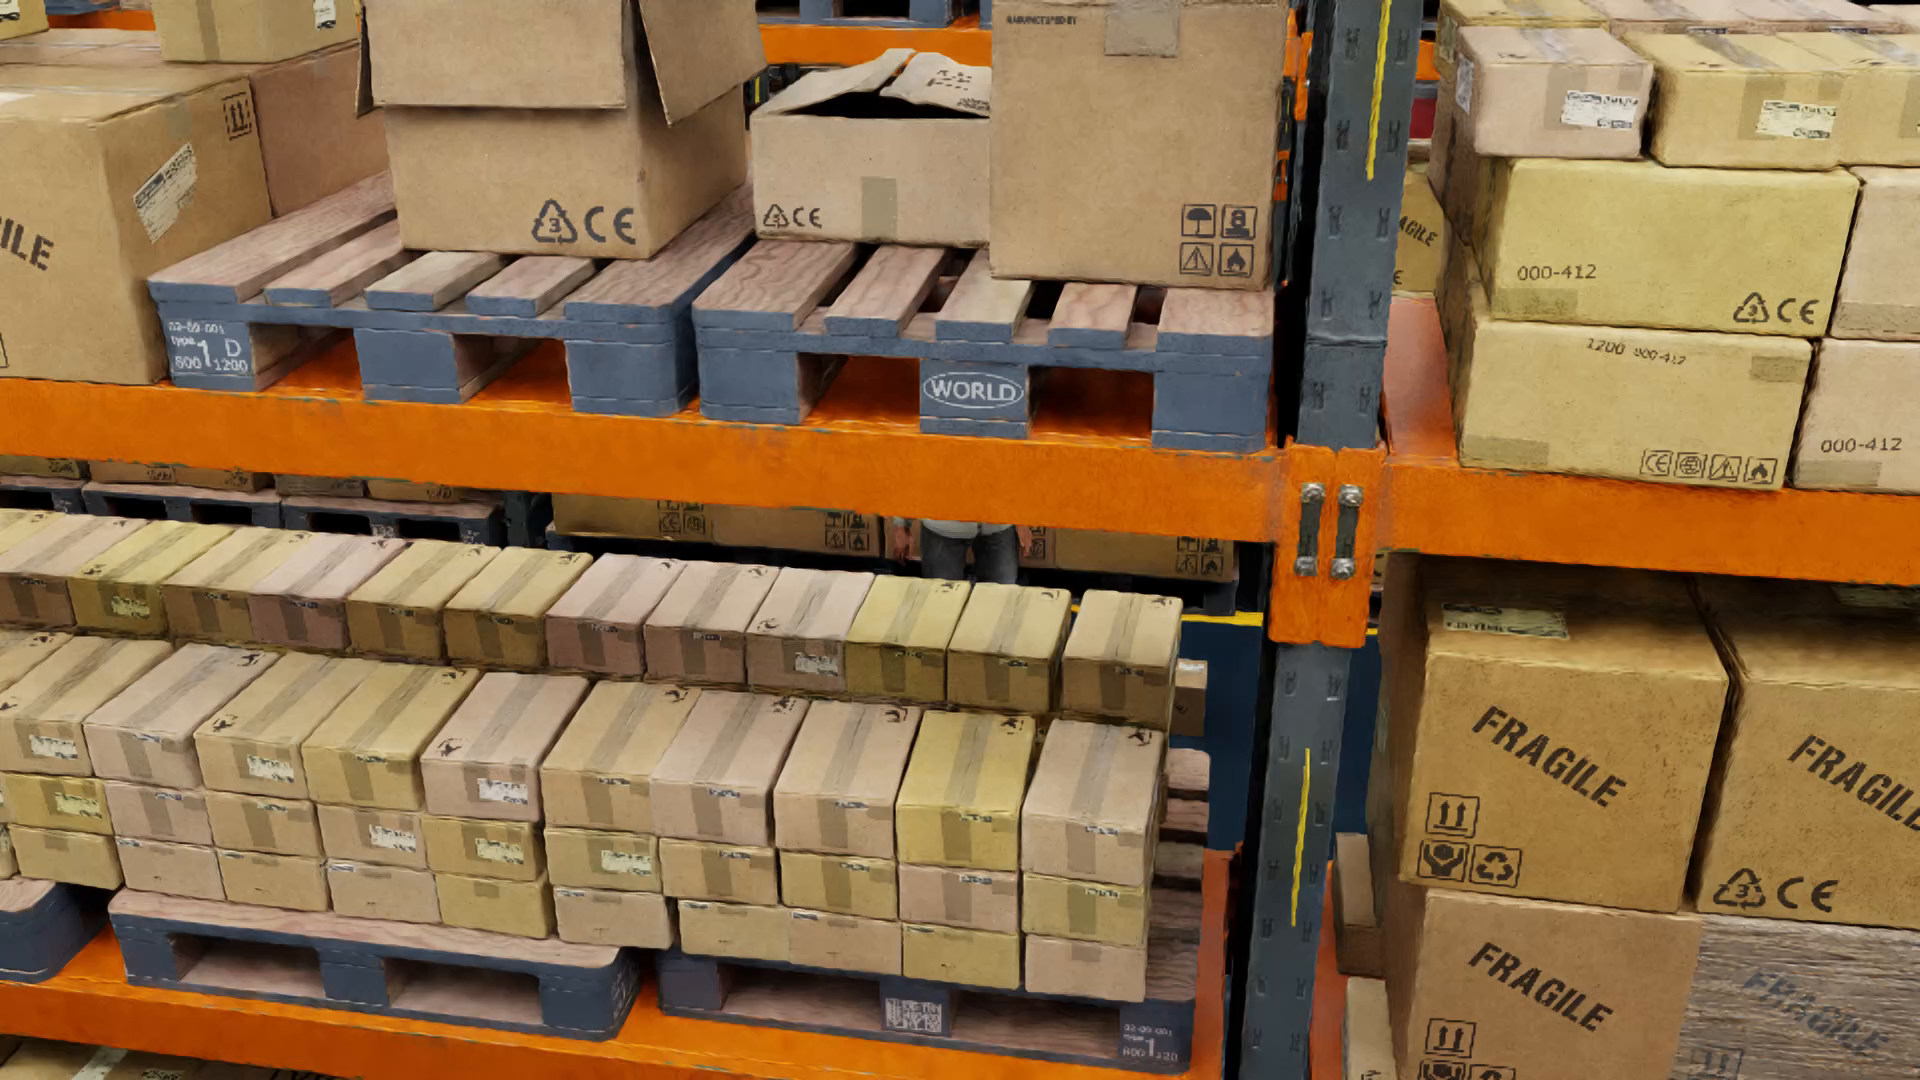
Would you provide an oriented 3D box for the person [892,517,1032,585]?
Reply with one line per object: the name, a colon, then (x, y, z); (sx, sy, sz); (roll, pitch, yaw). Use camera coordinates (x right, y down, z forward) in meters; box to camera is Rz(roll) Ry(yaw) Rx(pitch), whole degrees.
person: (0.018, -0.040, 7.119); (0.580, 1.774, 0.521); (-7, 26, -15)
